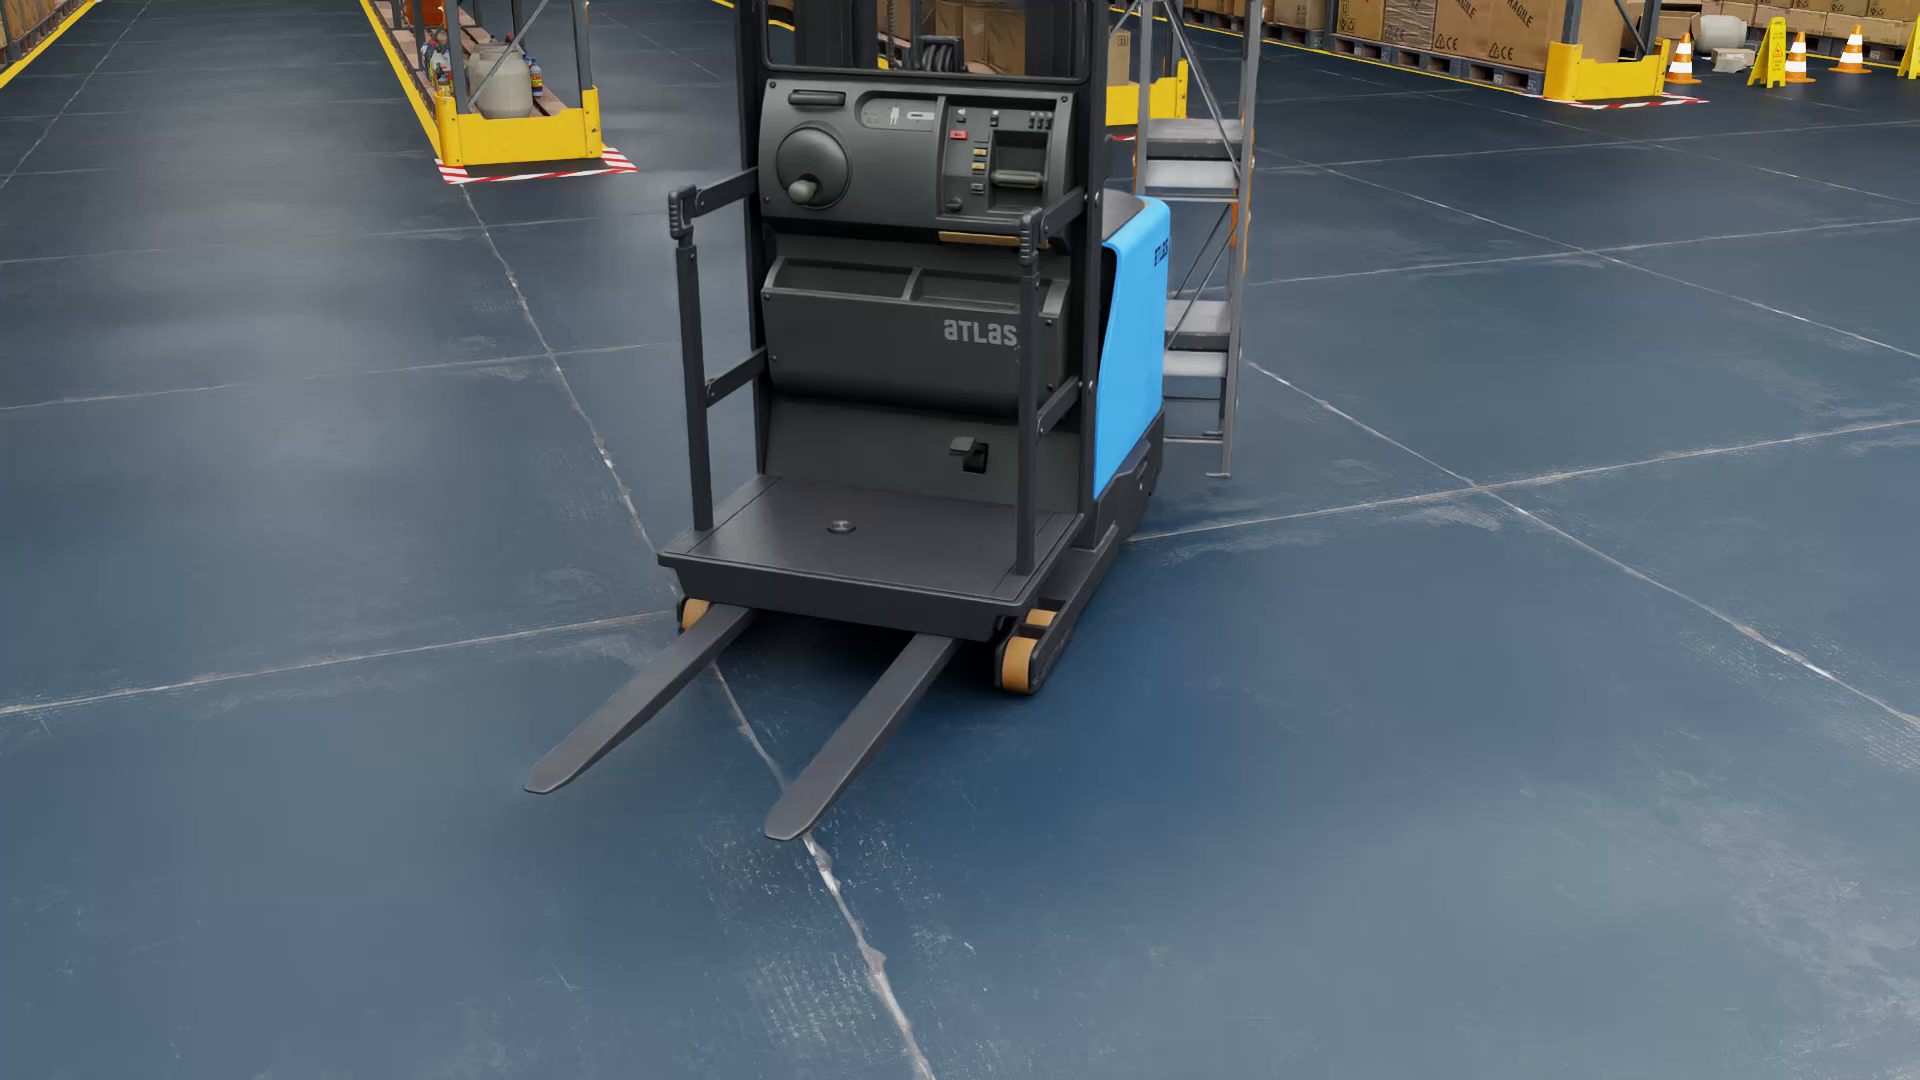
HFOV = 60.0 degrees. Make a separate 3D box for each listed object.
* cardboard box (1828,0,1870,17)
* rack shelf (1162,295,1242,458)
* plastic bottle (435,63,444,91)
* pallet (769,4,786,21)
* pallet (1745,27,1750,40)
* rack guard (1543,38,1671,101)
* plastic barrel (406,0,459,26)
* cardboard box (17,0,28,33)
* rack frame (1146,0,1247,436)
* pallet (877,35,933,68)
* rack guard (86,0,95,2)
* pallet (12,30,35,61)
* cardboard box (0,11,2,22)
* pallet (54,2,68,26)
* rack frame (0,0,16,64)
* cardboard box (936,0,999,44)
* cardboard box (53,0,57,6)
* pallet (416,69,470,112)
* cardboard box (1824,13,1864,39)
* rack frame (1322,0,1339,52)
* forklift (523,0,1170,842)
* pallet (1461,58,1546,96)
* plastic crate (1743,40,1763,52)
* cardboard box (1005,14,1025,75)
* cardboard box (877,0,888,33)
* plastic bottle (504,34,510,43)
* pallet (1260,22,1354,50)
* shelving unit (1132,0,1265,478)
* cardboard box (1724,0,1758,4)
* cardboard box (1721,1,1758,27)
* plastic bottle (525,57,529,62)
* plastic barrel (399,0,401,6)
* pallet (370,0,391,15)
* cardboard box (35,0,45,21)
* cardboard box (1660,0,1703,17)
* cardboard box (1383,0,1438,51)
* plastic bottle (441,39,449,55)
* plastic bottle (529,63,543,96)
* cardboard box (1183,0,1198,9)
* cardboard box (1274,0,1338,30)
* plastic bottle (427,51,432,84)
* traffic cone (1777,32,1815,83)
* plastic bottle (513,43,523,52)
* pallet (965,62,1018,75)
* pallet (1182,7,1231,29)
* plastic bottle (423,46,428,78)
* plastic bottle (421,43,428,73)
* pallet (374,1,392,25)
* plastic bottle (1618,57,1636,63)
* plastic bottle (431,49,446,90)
[{"bbox_3d":[9.940,-6.019,18.203,0.500,0.500,0.500,-7,24,-17],"label":"cardboard box"},{"bbox_3d":[0.855,-0.652,6.431,0.431,0.518,0.480,3,23,7],"label":"rack shelf"},{"bbox_3d":[-4.368,-3.861,13.980,0.061,0.283,0.133,-8,24,-18],"label":"plastic bottle"},{"bbox_3d":[-2.078,-7.304,22.808,1.003,0.211,1.213,-8,24,-19],"label":"pallet"},{"bbox_3d":[9.511,-6.232,20.264,1.003,0.211,1.213,-8,24,-19],"label":"pallet"},{"bbox_3d":[6.068,-4.426,15.607,1.175,0.500,0.348,-8,24,-19],"label":"rack guard"},{"bbox_3d":[-6.265,-6.539,19.656,0.600,0.830,0.708,-8,24,-19],"label":"plastic barrel"},{"bbox_3d":[-10.796,-5.937,18.625,0.500,0.500,0.500,-9,25,-21],"label":"cardboard box"},{"bbox_3d":[0.885,-1.404,6.377,0.400,2.100,0.015,3,23,7],"label":"rack frame"},{"bbox_3d":[-0.306,-5.394,18.276,1.003,0.211,1.213,-8,24,-19],"label":"pallet"},{"bbox_3d":[-13.511,-8.219,24.607,1.175,0.500,0.348,-8,24,-19],"label":"rack guard"},{"bbox_3d":[-10.940,-5.483,18.488,1.003,0.211,1.213,-8,24,-19],"label":"pallet"},{"bbox_3d":[-10.296,-5.520,17.262,0.500,0.311,0.500,-8,24,-18],"label":"cardboard box"},{"bbox_3d":[-12.367,-6.910,21.873,1.003,0.211,1.213,-8,24,-19],"label":"pallet"},{"bbox_3d":[-10.712,-6.492,17.290,1.000,3.000,0.127,-8,24,-19],"label":"rack frame"},{"bbox_3d":[0.074,-5.287,17.110,0.500,0.500,0.500,-9,25,-21],"label":"cardboard box"},{"bbox_3d":[-12.071,-7.091,21.608,0.500,0.311,0.500,-8,24,-19],"label":"cardboard box"},{"bbox_3d":[-4.465,-4.182,15.400,1.003,0.211,1.213,-8,24,-19],"label":"pallet"},{"bbox_3d":[9.941,-5.675,18.352,0.500,0.250,0.500,-8,24,-19],"label":"cardboard box"},{"bbox_3d":[4.646,-7.040,18.591,1.000,3.000,0.127,-8,24,-19],"label":"rack frame"},{"bbox_3d":[-0.203,-1.089,4.560,1.130,2.935,3.031,8,24,17],"label":"forklift"},{"bbox_3d":[5.703,-4.581,16.348,1.003,0.211,1.213,-8,24,-19],"label":"pallet"},{"bbox_3d":[9.029,-5.728,19.236,0.402,0.080,0.583,-18,29,-37],"label":"plastic crate"},{"bbox_3d":[0.732,-4.656,15.613,0.500,0.500,0.500,-6,24,-14],"label":"cardboard box"},{"bbox_3d":[-0.576,-6.052,18.899,0.700,0.500,0.500,-11,25,-24],"label":"cardboard box"},{"bbox_3d":[-4.166,-4.504,15.419,0.144,0.351,0.185,-9,24,-20],"label":"plastic bottle"},{"bbox_3d":[4.303,-6.025,19.773,1.003,0.211,1.213,-8,24,-19],"label":"pallet"},{"bbox_3d":[0.855,-1.310,6.154,0.431,2.100,0.503,3,23,7],"label":"shelving unit"},{"bbox_3d":[9.397,-6.584,19.542,0.500,0.500,0.500,-7,24,-17],"label":"cardboard box"},{"bbox_3d":[9.396,-6.239,19.689,0.500,0.250,0.500,-7,24,-16],"label":"cardboard box"},{"bbox_3d":[-3.756,-4.071,14.493,0.097,0.271,0.097,0,23,0],"label":"plastic bottle"},{"bbox_3d":[-6.947,-6.996,21.149,0.421,0.512,0.421,0,23,0],"label":"plastic barrel"},{"bbox_3d":[-7.786,-7.600,23.511,1.003,0.211,1.213,-8,24,-19],"label":"pallet"},{"bbox_3d":[-11.339,-6.493,19.945,0.500,0.500,0.500,-8,24,-18],"label":"cardboard box"},{"bbox_3d":[8.347,-6.029,19.408,0.500,0.500,0.500,8,24,18],"label":"cardboard box"},{"bbox_3d":[5.125,-5.689,17.581,0.875,0.875,0.875,-8,24,-19],"label":"cardboard box"},{"bbox_3d":[-4.632,-4.368,15.096,0.144,0.351,0.185,-8,24,-19],"label":"plastic bottle"},{"bbox_3d":[-3.599,-3.910,14.112,0.097,0.271,0.097,0,23,0],"label":"plastic bottle"},{"bbox_3d":[3.364,-7.417,21.840,1.050,0.750,0.750,-9,24,-20],"label":"cardboard box"},{"bbox_3d":[4.343,-6.410,19.452,1.050,0.750,0.750,-8,24,-19],"label":"cardboard box"},{"bbox_3d":[-4.681,-4.183,14.744,0.061,0.283,0.133,-7,24,-17],"label":"plastic bottle"},{"bbox_3d":[8.377,-4.837,16.630,0.336,0.463,0.334,-8,24,-19],"label":"traffic cone"},{"bbox_3d":[-3.984,-4.317,14.975,0.144,0.351,0.185,-8,24,-19],"label":"plastic bottle"},{"bbox_3d":[0.675,-4.428,15.984,1.003,0.211,1.213,-8,24,-19],"label":"pallet"},{"bbox_3d":[3.441,-6.912,21.877,1.003,0.211,1.213,-8,24,-19],"label":"pallet"},{"bbox_3d":[-4.821,-4.375,15.208,0.152,0.276,0.135,-7,24,-17],"label":"plastic bottle"},{"bbox_3d":[-4.961,-4.486,15.478,0.097,0.271,0.097,0,23,0],"label":"plastic bottle"},{"bbox_3d":[-7.256,-7.052,22.211,1.003,0.211,1.213,-8,24,-19],"label":"pallet"},{"bbox_3d":[7.153,-5.154,17.901,0.133,0.061,0.283,-18,29,-37],"label":"plastic bottle"},{"bbox_3d":[-4.484,-4.058,14.360,0.144,0.351,0.185,-7,24,-17],"label":"plastic bottle"}]
